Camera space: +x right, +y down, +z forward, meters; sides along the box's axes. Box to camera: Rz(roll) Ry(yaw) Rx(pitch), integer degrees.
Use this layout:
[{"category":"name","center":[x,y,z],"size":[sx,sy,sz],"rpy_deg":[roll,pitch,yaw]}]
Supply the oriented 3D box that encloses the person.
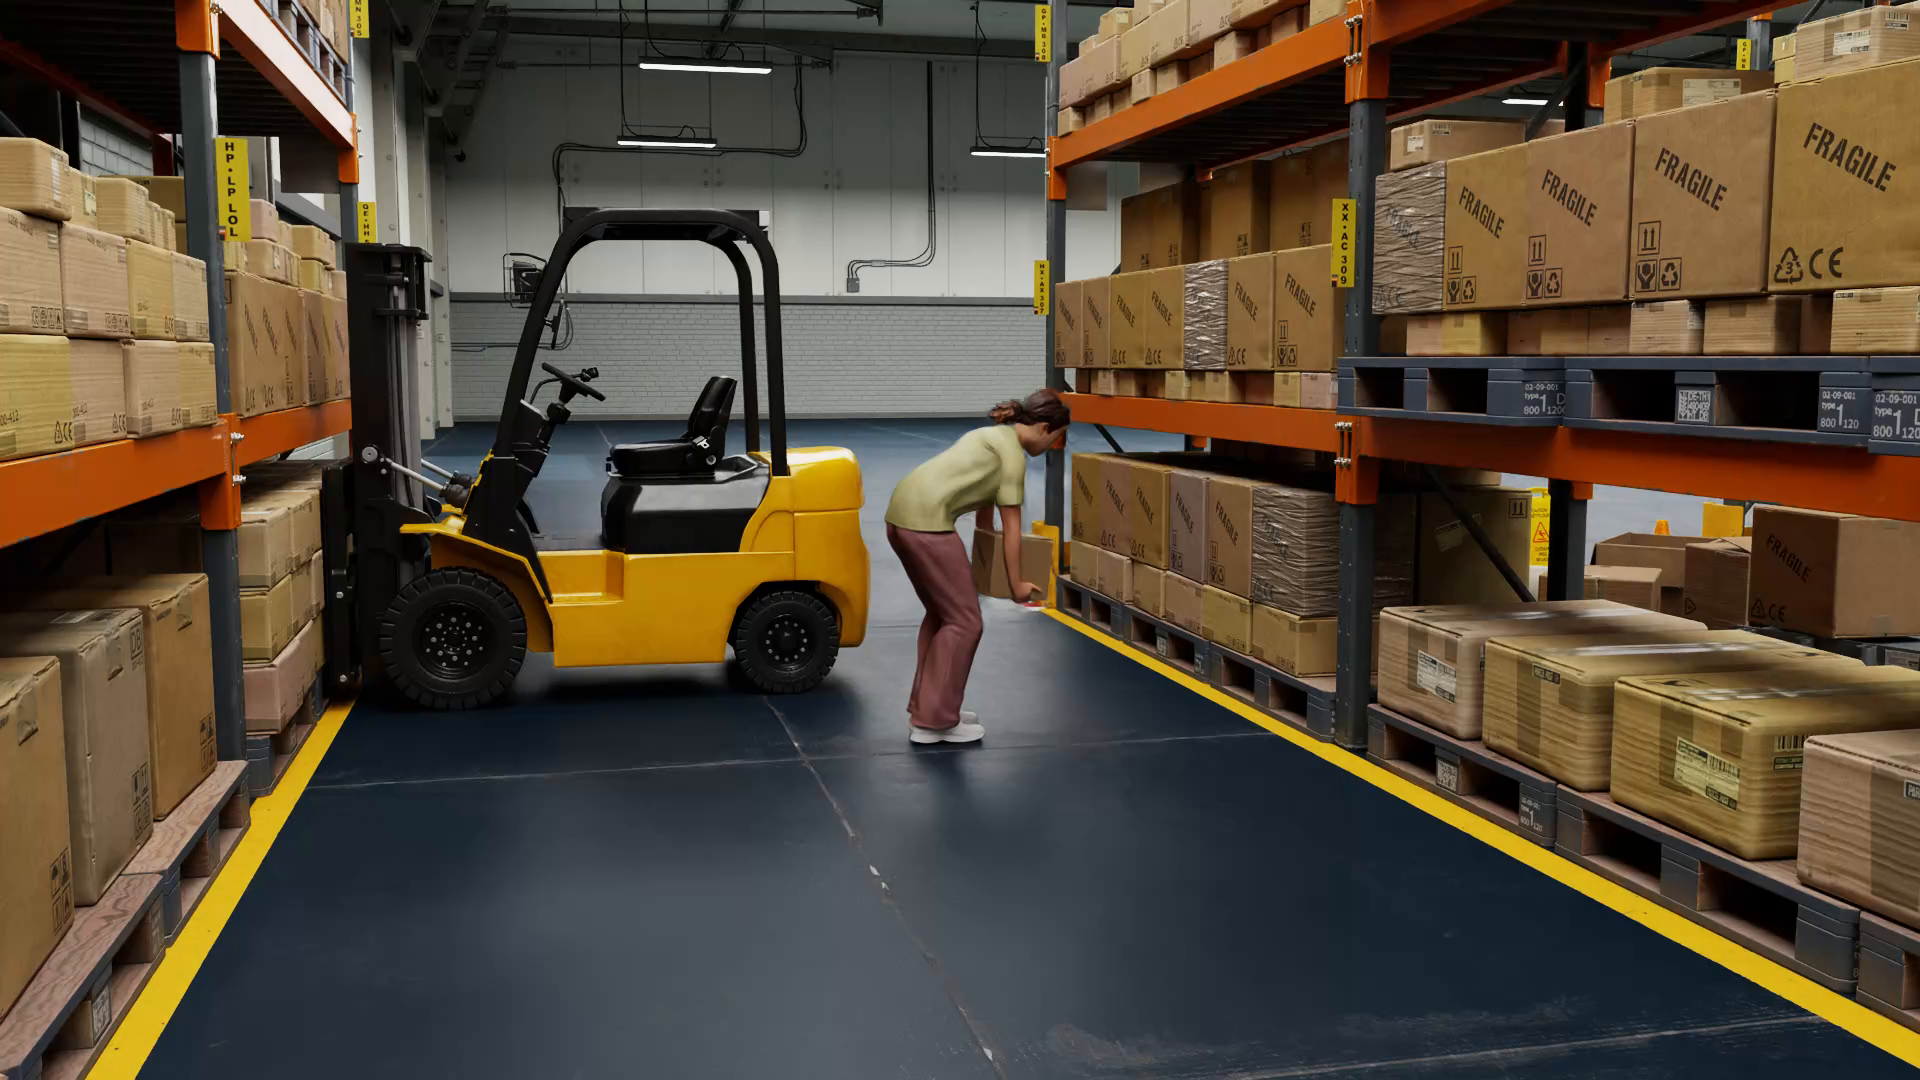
[{"category":"person","center":[0.085,0.094,6.668],"size":[0.777,1.380,0.406],"rpy_deg":[-3,7,-23]}]
